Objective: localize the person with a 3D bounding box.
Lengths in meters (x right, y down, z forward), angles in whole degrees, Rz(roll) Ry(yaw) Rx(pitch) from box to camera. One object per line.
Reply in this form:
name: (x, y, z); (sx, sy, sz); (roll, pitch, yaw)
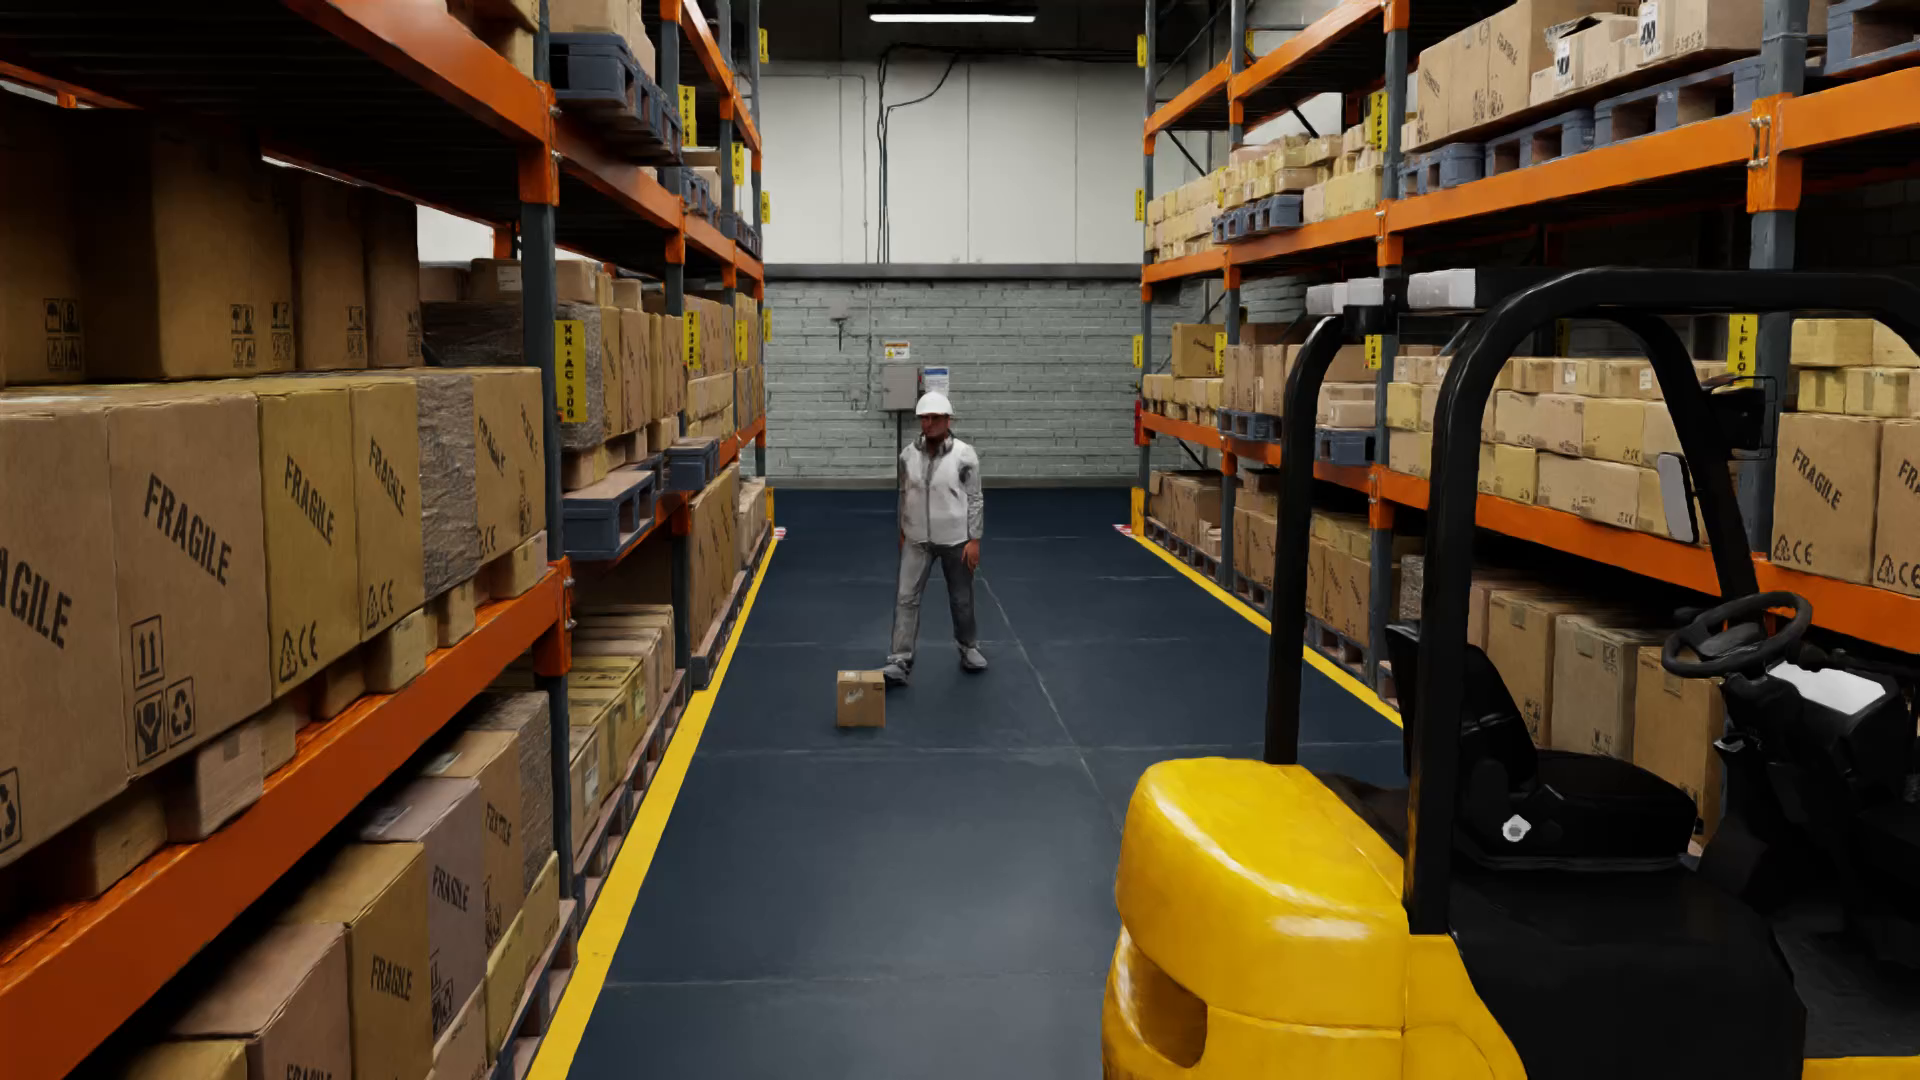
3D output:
person: (-0.139, -0.023, 9.959); (0.582, 1.735, 0.945); (2, 7, 16)
